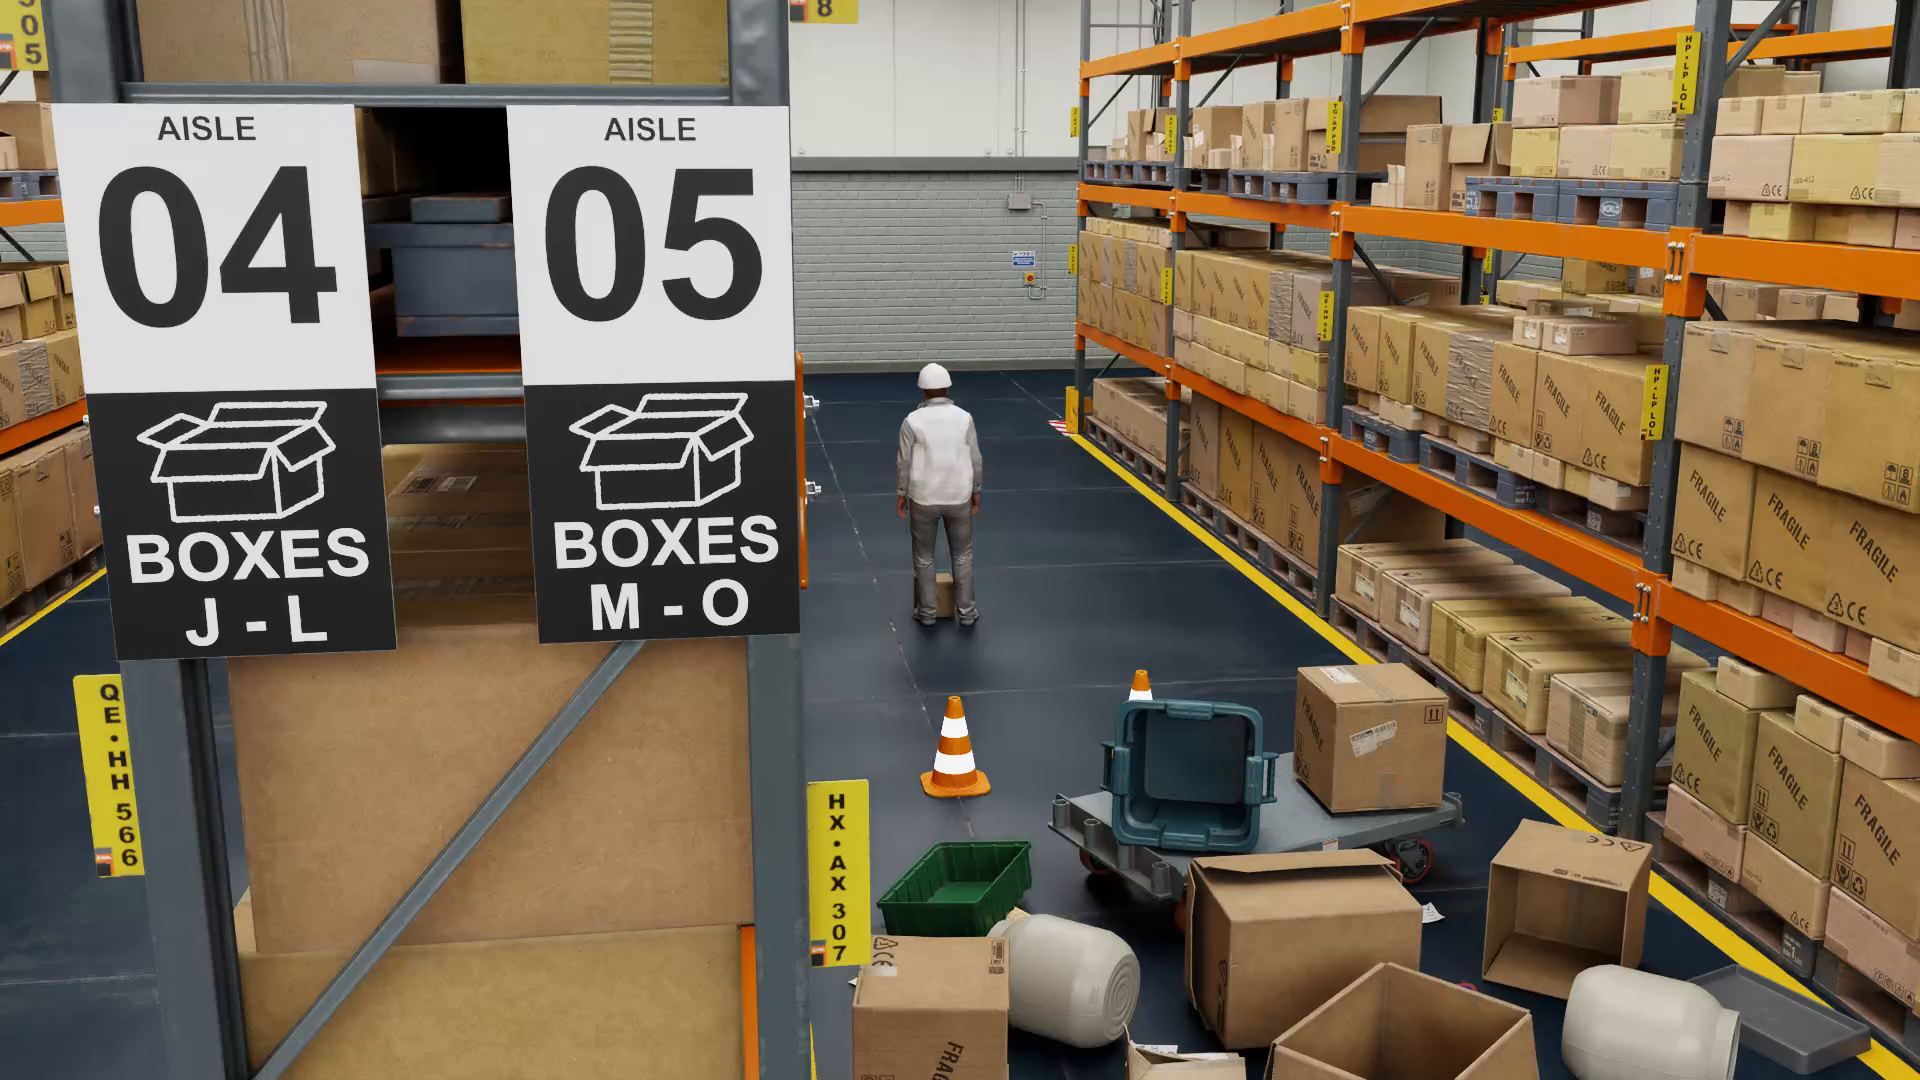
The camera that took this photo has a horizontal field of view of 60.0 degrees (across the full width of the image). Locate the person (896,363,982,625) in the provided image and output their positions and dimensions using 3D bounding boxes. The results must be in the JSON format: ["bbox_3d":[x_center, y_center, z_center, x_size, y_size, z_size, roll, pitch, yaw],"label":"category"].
[{"bbox_3d":[-0.142,-0.298,11.208,0.589,1.772,0.464,-2,13,-10],"label":"person"}]
